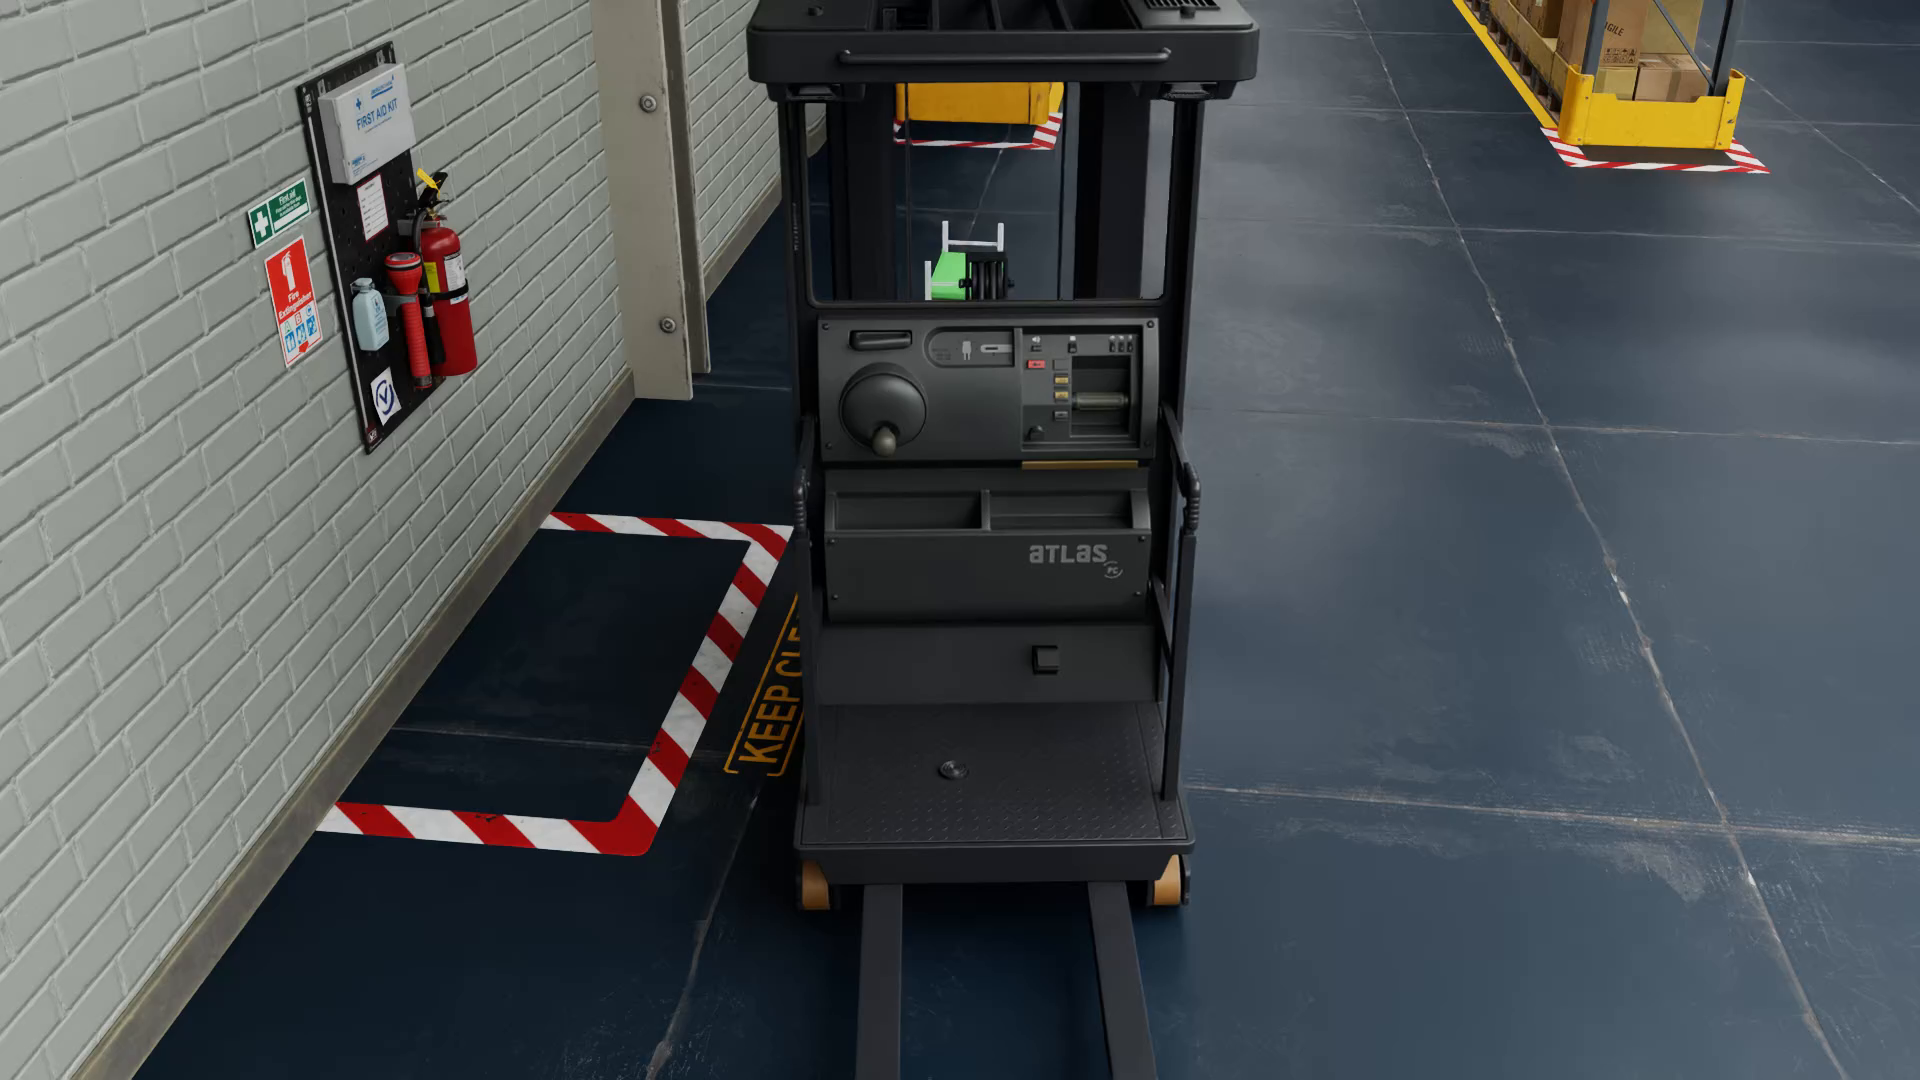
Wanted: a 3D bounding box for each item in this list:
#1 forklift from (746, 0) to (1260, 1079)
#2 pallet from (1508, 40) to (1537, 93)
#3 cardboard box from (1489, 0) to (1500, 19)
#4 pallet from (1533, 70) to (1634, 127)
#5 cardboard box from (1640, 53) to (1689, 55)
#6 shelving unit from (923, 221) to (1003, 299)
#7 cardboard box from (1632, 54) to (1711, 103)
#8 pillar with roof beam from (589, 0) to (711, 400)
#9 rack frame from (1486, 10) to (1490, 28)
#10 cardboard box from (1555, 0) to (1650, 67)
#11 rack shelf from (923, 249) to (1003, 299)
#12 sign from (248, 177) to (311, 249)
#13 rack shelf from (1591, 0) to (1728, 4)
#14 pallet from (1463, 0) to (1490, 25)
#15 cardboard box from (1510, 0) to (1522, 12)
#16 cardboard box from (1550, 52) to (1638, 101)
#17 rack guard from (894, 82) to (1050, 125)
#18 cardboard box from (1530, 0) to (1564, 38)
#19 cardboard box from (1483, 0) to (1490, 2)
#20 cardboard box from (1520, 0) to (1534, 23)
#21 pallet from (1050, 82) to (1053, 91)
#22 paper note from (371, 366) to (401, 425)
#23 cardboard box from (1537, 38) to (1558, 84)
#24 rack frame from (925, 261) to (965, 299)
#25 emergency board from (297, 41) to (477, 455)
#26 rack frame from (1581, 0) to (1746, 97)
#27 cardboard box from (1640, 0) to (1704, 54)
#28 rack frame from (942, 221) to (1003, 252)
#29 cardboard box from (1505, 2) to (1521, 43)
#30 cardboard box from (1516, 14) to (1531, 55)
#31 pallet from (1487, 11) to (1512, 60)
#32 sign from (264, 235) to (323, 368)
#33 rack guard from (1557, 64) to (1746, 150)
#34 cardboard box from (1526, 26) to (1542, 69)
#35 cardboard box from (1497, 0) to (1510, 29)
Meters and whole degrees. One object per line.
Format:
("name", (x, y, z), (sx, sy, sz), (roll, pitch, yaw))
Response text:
("forklift", (0.084, -0.378, 4.362), (1.130, 2.935, 3.031), (-1, 28, -1))
("pallet", (5.203, -3.961, 13.879), (1.003, 0.211, 1.213), (3, 28, 6))
("cardboard box", (5.131, -4.910, 15.157), (0.500, 0.250, 0.500), (3, 28, 6))
("pallet", (5.051, -3.388, 12.816), (1.003, 0.211, 1.213), (3, 28, 6))
("cardboard box", (5.343, -3.702, 12.916), (0.500, 0.250, 0.500), (3, 28, 6))
("shelving unit", (0.020, -0.606, 6.610), (0.258, 1.200, 0.503), (3, 28, 6))
("cardboard box", (5.285, -3.467, 12.479), (0.500, 0.250, 0.500), (3, 28, 6))
("pillar with roof beam", (2.847, -4.486, 5.588), (9.100, 9.000, 0.400), (3, 28, 6))
("rack frame", (5.489, -6.136, 14.977), (1.000, 3.000, 0.127), (3, 28, 6))
("cardboard box", (4.769, -3.827, 12.357), (0.500, 0.500, 0.500), (3, 28, 6))
("rack shelf", (0.020, -0.972, 6.413), (0.258, 0.148, 0.480), (3, 28, 6))
("sign", (-1.927, -0.930, 4.717), (0.001, 0.109, 0.331), (3, 28, 6))
("rack shelf", (5.244, -4.878, 13.400), (1.077, 0.370, 4.000), (3, 28, 6))
("pallet", (5.541, -5.257, 16.286), (1.003, 0.211, 1.213), (3, 28, 6))
("cardboard box", (4.999, -4.770, 14.106), (0.500, 0.500, 0.500), (3, 28, 6))
("cardboard box", (4.771, -3.497, 12.535), (0.500, 0.250, 0.500), (3, 28, 6))
("rack guard", (0.091, -3.474, 12.672), (1.175, 0.500, 0.348), (3, 28, 6))
("cardboard box", (4.877, -4.299, 13.232), (0.500, 0.500, 0.500), (3, 28, 6))
("cardboard box", (5.252, -5.322, 15.923), (0.500, 0.250, 0.500), (3, 28, 6))
("cardboard box", (4.940, -4.534, 13.669), (0.500, 0.500, 0.500), (3, 28, 6))
("pallet", (0.226, -3.728, 13.447), (1.003, 0.211, 1.213), (3, 28, 6))
("paper note", (-1.857, -0.466, 5.382), (0.016, 0.148, 0.142), (3, 28, 6))
("cardboard box", (4.821, -3.733, 12.973), (0.500, 0.250, 0.500), (3, 28, 6))
("rack frame", (-0.010, -0.491, 6.397), (0.240, 1.200, 0.015), (3, 28, 6))
("emergency board", (-1.766, -0.934, 5.320), (0.194, 1.169, 0.643), (3, 28, 6))
("rack frame", (4.999, -4.253, 11.482), (1.000, 3.000, 0.127), (3, 28, 6))
("cardboard box", (5.345, -4.033, 12.738), (0.500, 0.500, 0.500), (3, 28, 6))
("rack frame", (0.050, -0.721, 6.823), (0.240, 1.200, 0.015), (3, 28, 6))
("cardboard box", (4.999, -4.439, 14.284), (0.500, 0.250, 0.500), (3, 28, 6))
("cardboard box", (4.943, -4.204, 13.847), (0.500, 0.250, 0.500), (3, 28, 6))
("pallet", (5.350, -4.536, 14.948), (1.003, 0.211, 1.213), (3, 28, 6))
("sign", (-1.937, -0.695, 4.840), (0.001, 0.329, 0.234), (3, 28, 6))
("rack guard", (4.996, -3.141, 12.054), (1.175, 0.500, 0.348), (3, 28, 6))
("cardboard box", (4.880, -3.969, 13.410), (0.500, 0.250, 0.500), (3, 28, 6))
("cardboard box", (5.065, -4.675, 14.720), (0.500, 0.250, 0.500), (3, 28, 6))
